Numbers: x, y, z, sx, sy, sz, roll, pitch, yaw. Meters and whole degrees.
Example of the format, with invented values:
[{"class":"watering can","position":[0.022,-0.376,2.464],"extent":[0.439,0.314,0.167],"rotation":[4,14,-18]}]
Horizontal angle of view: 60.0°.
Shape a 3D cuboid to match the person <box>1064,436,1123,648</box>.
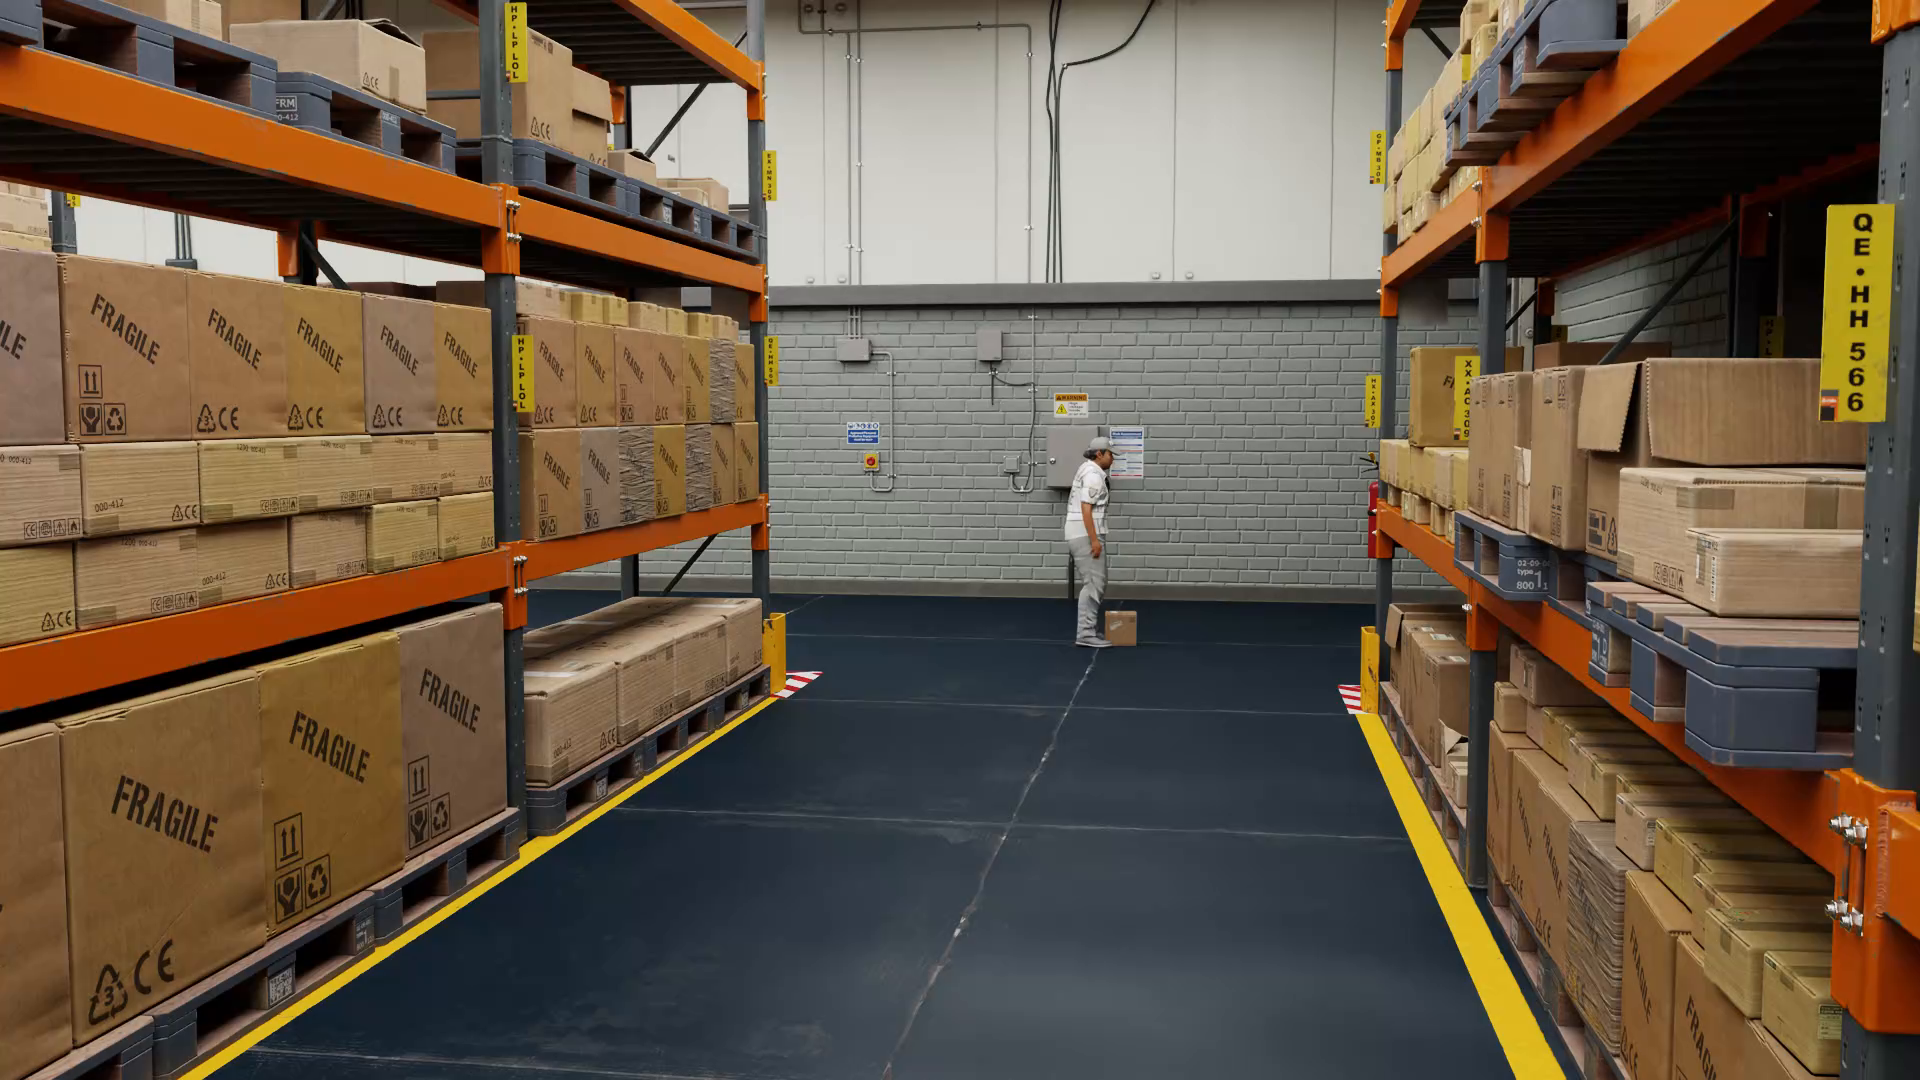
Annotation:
[{"class":"person","position":[1.071,0.004,13.317],"extent":[0.470,1.665,0.561],"rotation":[0,5,5]}]
